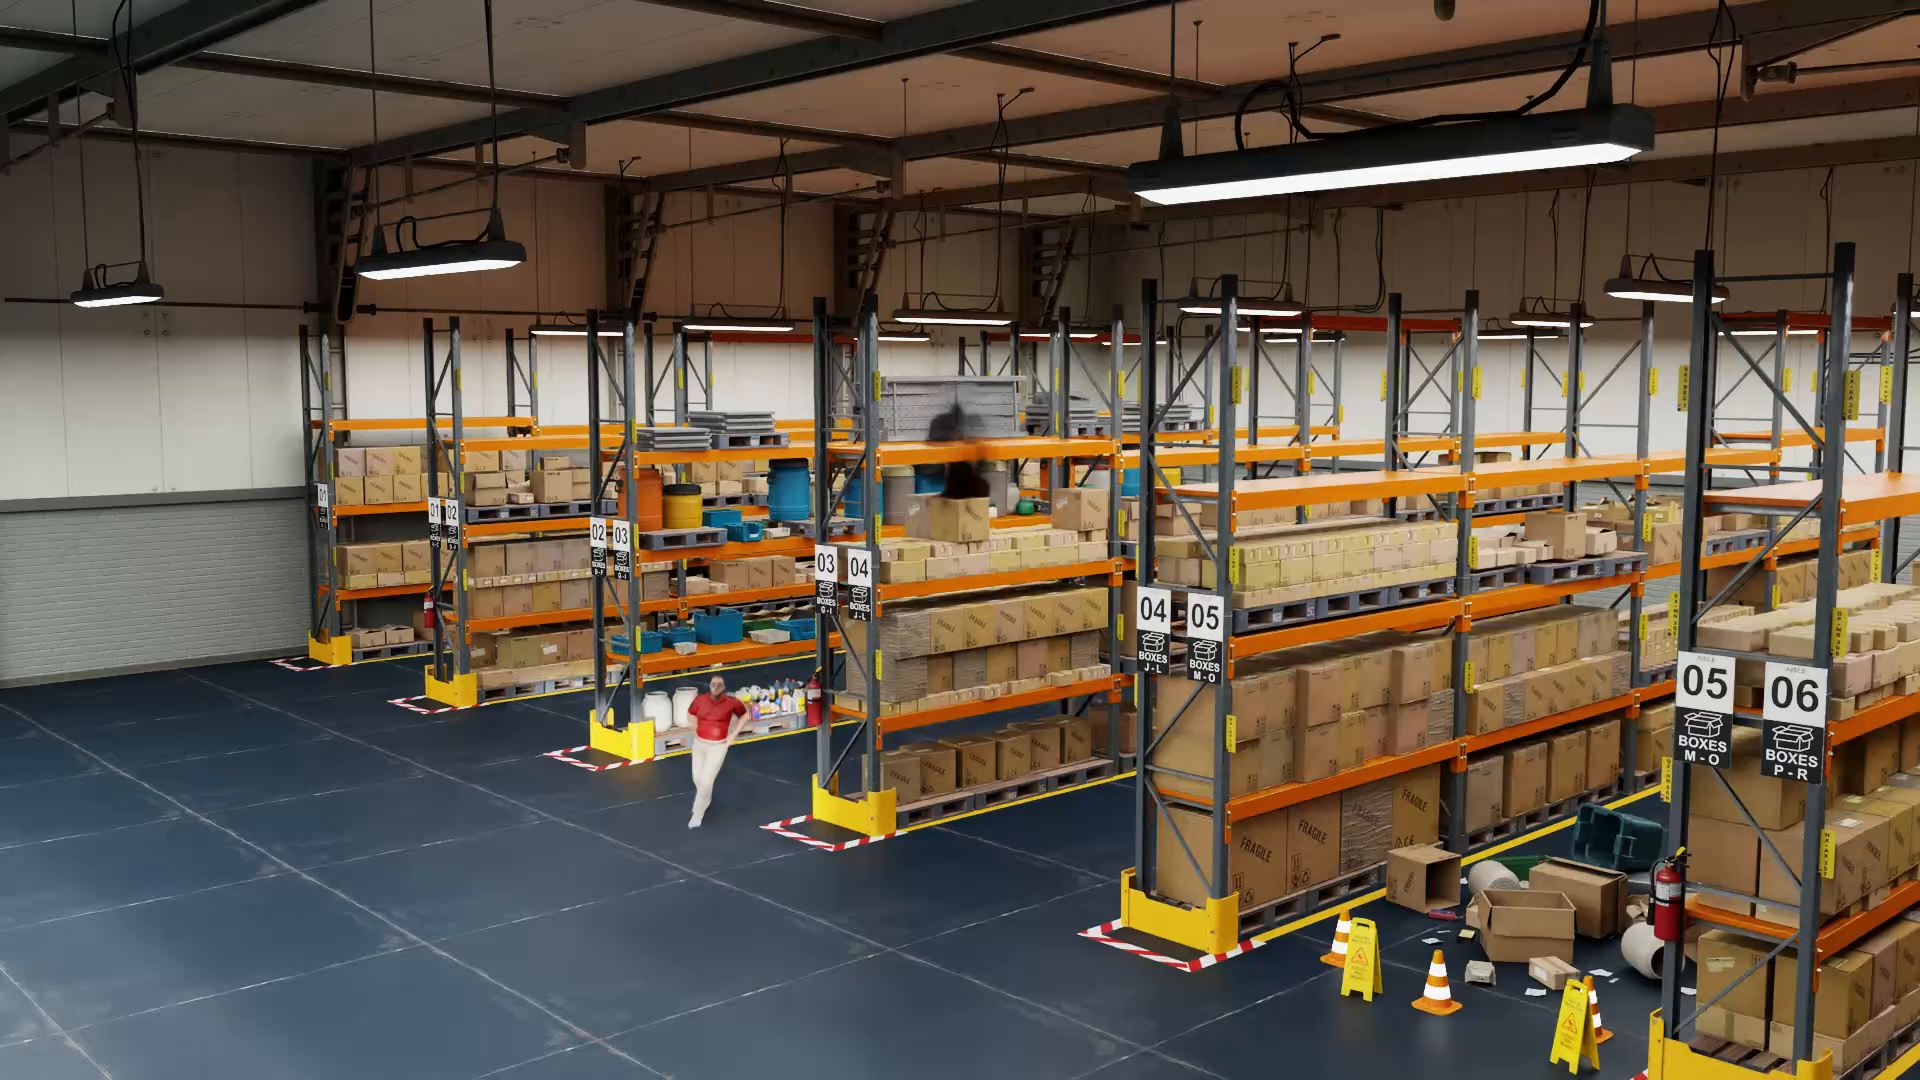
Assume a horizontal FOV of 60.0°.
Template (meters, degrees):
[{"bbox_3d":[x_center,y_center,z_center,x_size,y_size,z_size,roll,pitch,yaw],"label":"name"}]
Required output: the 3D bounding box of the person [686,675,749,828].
[{"bbox_3d":[-2.825,2.411,19.096,0.677,1.762,0.750,2,6,16],"label":"person"}]

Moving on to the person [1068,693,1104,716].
[{"bbox_3d":[1.766,1.923,23.670,0.583,1.675,0.886,5,8,43],"label":"person"}]
